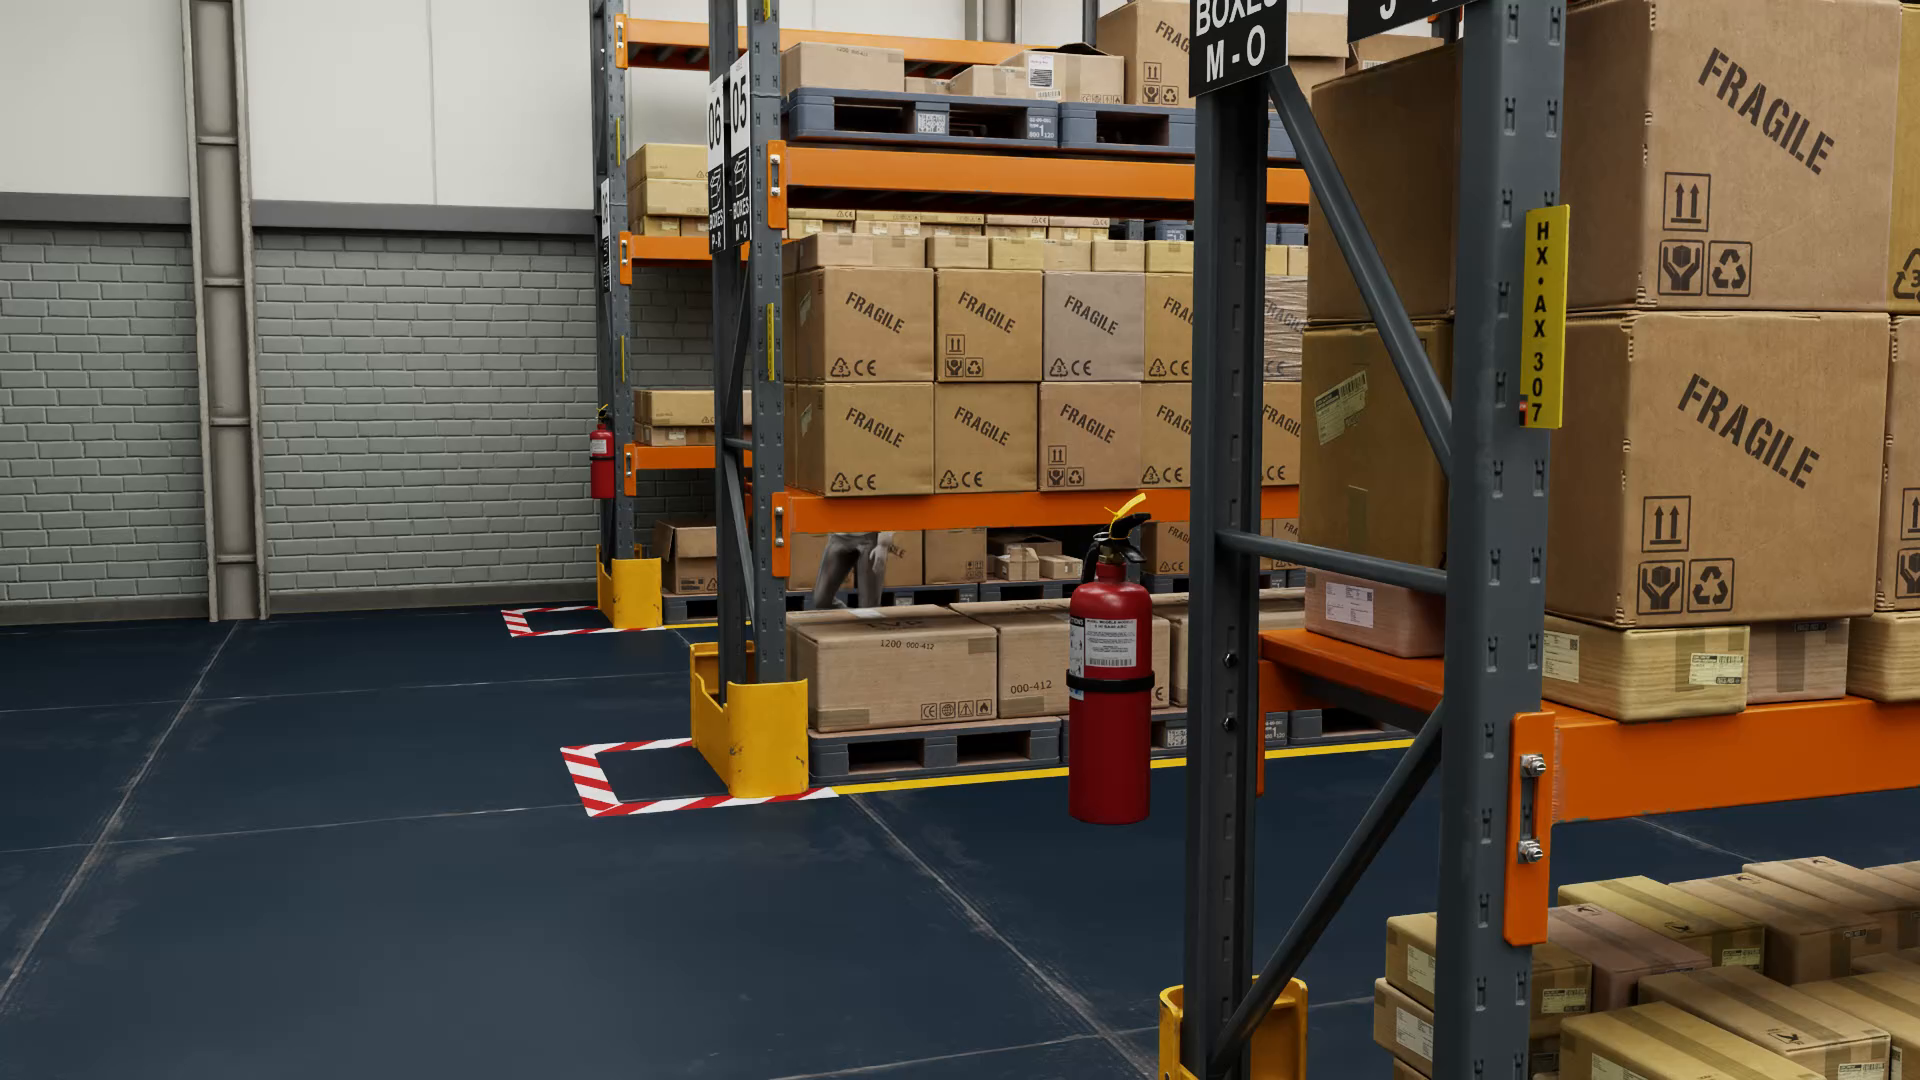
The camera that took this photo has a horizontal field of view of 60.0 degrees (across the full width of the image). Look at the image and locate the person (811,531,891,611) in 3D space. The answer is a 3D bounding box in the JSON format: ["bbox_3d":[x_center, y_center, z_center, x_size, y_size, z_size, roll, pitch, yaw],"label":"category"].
[{"bbox_3d":[-0.571,0.023,9.625,0.540,1.667,0.433,4,7,34],"label":"person"}]
